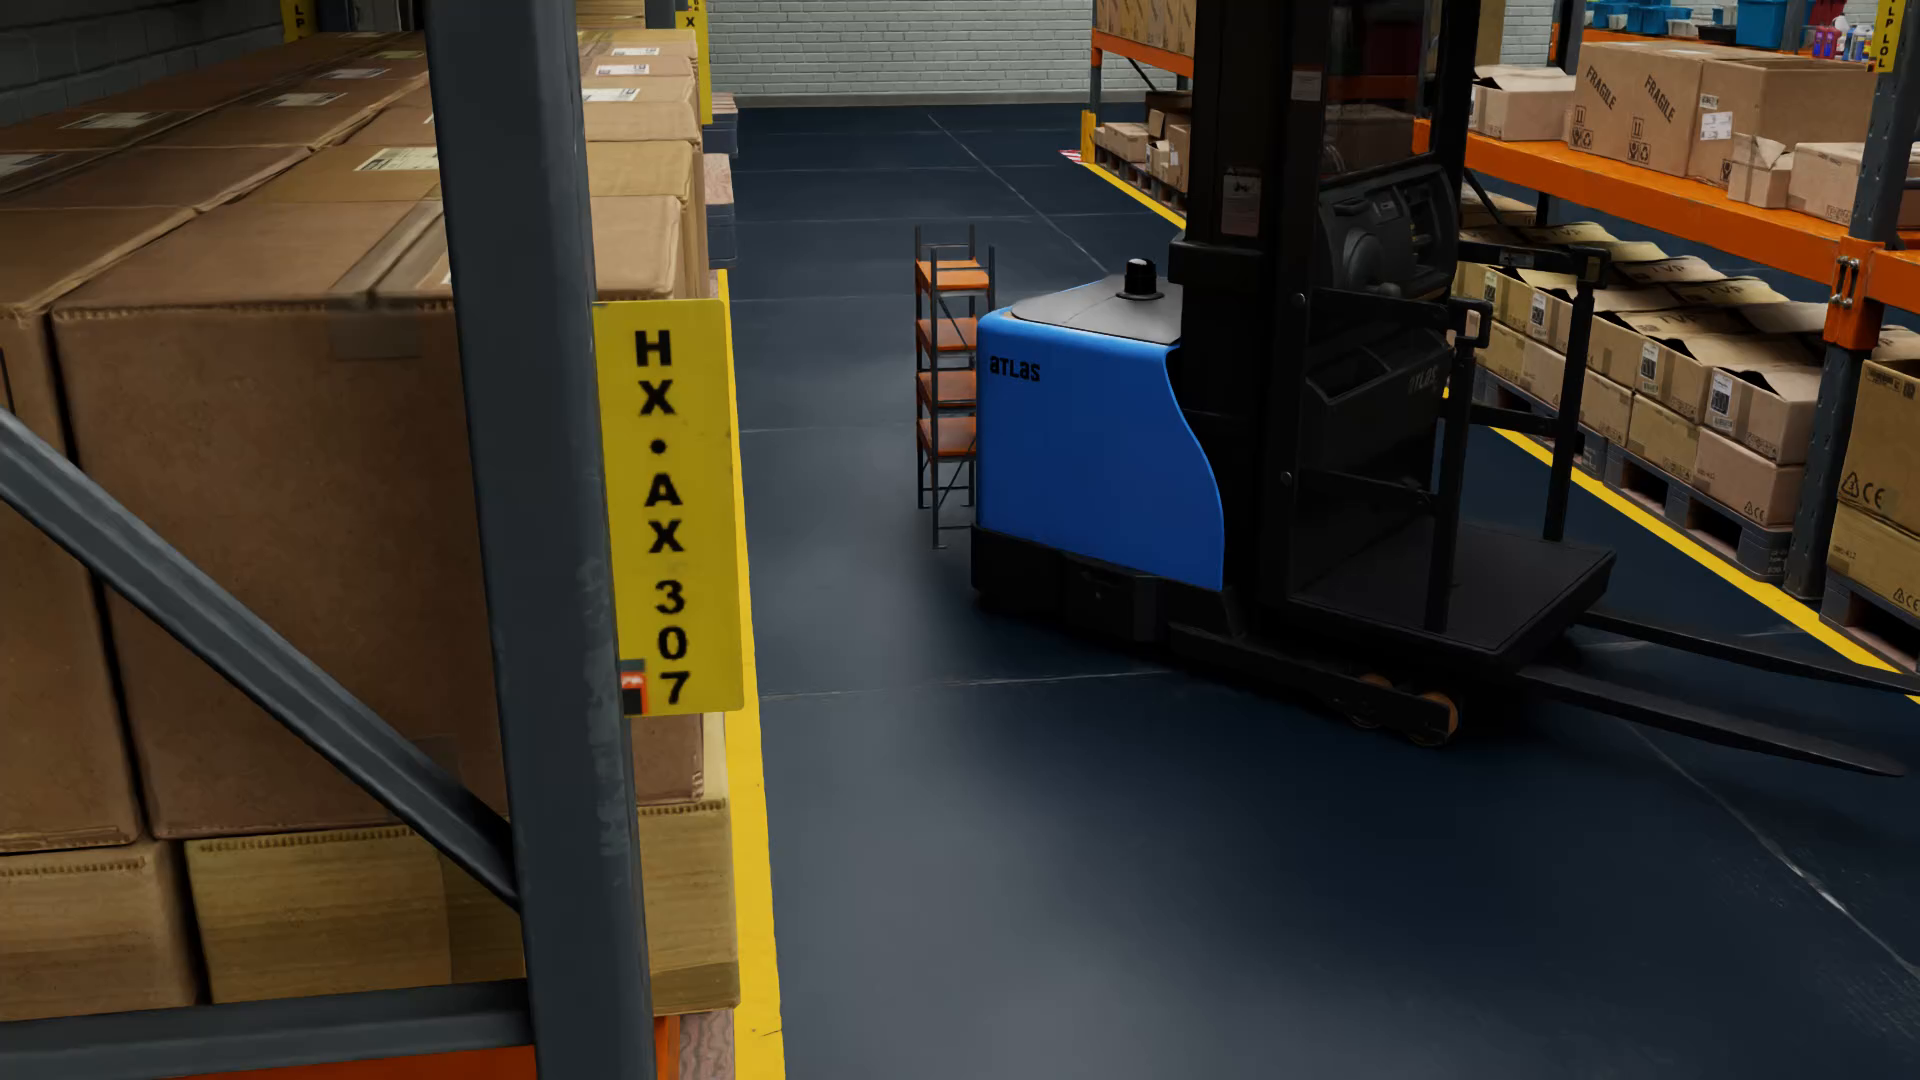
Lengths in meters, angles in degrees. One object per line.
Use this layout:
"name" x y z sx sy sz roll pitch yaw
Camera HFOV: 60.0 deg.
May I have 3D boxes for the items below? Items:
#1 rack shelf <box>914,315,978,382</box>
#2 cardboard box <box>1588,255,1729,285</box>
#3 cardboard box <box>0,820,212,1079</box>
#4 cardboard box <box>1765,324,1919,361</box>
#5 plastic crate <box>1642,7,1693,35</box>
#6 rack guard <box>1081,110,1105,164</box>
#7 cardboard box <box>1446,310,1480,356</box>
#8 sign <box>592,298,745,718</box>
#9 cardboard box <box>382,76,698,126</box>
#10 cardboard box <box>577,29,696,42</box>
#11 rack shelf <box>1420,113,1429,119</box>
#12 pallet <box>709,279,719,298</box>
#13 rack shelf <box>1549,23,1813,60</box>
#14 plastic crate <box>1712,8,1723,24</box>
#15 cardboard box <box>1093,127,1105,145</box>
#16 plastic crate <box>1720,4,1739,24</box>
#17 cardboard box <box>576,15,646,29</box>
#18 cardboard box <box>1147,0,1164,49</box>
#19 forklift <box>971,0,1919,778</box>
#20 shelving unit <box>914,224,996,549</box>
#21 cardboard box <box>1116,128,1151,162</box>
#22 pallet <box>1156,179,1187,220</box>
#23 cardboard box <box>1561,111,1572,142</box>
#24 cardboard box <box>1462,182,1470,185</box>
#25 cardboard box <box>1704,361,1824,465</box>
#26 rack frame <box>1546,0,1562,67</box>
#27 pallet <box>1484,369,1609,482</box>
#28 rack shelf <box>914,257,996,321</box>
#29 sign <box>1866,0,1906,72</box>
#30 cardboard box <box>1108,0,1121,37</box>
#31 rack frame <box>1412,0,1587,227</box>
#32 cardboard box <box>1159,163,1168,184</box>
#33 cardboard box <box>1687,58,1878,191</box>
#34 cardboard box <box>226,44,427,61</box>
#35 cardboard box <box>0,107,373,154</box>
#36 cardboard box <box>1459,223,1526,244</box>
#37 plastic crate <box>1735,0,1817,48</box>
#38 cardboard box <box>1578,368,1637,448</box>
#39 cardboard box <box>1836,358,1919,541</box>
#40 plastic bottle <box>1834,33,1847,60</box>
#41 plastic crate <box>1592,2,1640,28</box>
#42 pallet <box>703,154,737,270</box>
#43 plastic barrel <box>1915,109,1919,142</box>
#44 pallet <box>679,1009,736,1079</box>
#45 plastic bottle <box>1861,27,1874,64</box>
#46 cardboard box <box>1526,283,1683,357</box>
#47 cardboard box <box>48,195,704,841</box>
"rack shelf" -0.024 -0.766 6.605 0.258 0.148 0.480 -3 21 -8
"cardboard box" 3.464 -1.254 8.313 0.500 0.311 0.500 -3 21 -8
"cardboard box" -1.014 0.324 1.747 0.500 0.250 0.500 -3 21 -7
"cardboard box" 3.690 -0.721 6.888 0.500 0.311 0.500 -3 21 -8
"plastic crate" 6.685 -4.912 15.734 0.416 0.233 0.300 -3 21 -8
"rack guard" 1.851 -4.178 17.188 1.175 0.500 0.348 -3 21 -8
"cardboard box" 2.852 -1.144 8.822 0.500 0.250 0.500 -3 21 -9
"sign" -0.218 -0.018 1.239 0.100 0.325 0.005 -3 21 -8
"cardboard box" -0.742 -0.584 3.108 0.500 0.500 0.500 -2 21 -6
"cardboard box" -0.957 -1.112 4.520 0.500 0.500 0.500 -3 21 -8
"rack shelf" 2.705 -2.961 11.385 1.077 0.370 4.000 -3 21 -8
"pallet" -1.947 -1.325 9.962 1.003 0.211 1.213 -3 21 -8
"rack shelf" 7.031 -4.595 15.759 1.077 0.370 4.000 -3 21 -8
"plastic crate" 7.292 -4.876 15.637 0.416 0.233 0.300 -3 21 -8
"cardboard box" 1.560 -4.084 16.809 0.380 0.149 0.250 -3 21 -8
"plastic crate" 7.281 -4.750 15.229 0.437 0.282 0.530 -3 21 -8
"cardboard box" -1.445 -1.594 5.926 0.700 0.500 0.500 -1 20 -2
"cardboard box" 1.939 -4.554 14.478 0.500 0.500 0.500 -2 21 -7
"forklift" 1.512 -0.957 5.090 3.031 2.935 1.130 15 25 35
"shelving unit" -0.024 -0.619 6.660 0.258 1.200 0.503 -3 21 -8
"cardboard box" 1.782 -3.745 15.756 0.500 0.250 0.500 -3 21 -8
"pallet" 2.319 -2.922 14.238 1.003 0.211 1.213 -3 21 -8
"cardboard box" 3.233 -2.049 8.275 0.380 0.149 0.250 -1 21 -4
"cardboard box" 3.062 -2.168 11.177 0.500 0.500 0.500 -3 21 -8
"cardboard box" 3.228 -0.518 6.344 0.500 0.311 0.500 -3 21 -8
"rack frame" 6.742 -5.624 17.487 1.000 3.000 0.127 -3 21 -8
"pallet" 3.246 -0.591 7.996 1.003 0.211 1.213 -3 21 -8
"rack shelf" -0.024 -0.988 6.522 0.258 0.148 0.480 -3 21 -8
"sign" 3.034 -1.695 5.426 0.100 0.325 0.005 -3 21 -8
"cardboard box" 1.723 -5.077 15.879 0.500 0.500 0.500 -3 21 -8
"rack frame" 2.993 -2.606 9.405 1.000 3.000 0.127 -3 21 -8
"cardboard box" 1.940 -3.171 14.365 0.380 0.149 0.250 -3 21 -8
"cardboard box" 3.399 -1.717 6.882 0.500 0.500 0.500 -1 21 -4
"cardboard box" -1.400 -0.907 3.973 0.500 0.500 0.500 -3 21 -8
"cardboard box" -1.175 -0.381 2.563 0.500 0.500 0.500 -3 21 -9
"cardboard box" 2.778 -1.581 9.190 0.500 0.311 0.500 -2 21 -6
"plastic crate" 6.914 -4.404 14.158 0.392 0.384 0.575 -3 21 -8
"cardboard box" 3.078 -0.611 7.394 0.500 0.250 0.500 -2 21 -7
"cardboard box" 3.327 -0.304 5.502 0.500 0.500 0.500 -3 21 -8
"plastic bottle" 7.003 -3.912 13.188 0.097 0.201 0.097 0 20 0
"plastic crate" 6.547 -5.244 16.622 0.416 0.233 0.300 -3 21 -8
"pallet" -1.298 -1.152 5.787 1.003 0.211 1.213 -3 21 -8
"plastic barrel" 7.482 -3.018 12.909 0.600 0.901 0.708 -3 21 -8
"pallet" -1.021 0.991 3.762 1.003 0.211 1.213 -3 21 -8
"plastic bottle" 7.051 -3.831 12.870 0.097 0.271 0.097 0 20 0
"cardboard box" 3.008 -1.045 7.754 0.500 0.311 0.500 -3 21 -8
"cardboard box" -0.526 -0.055 1.692 0.500 0.500 0.500 -3 21 -8
